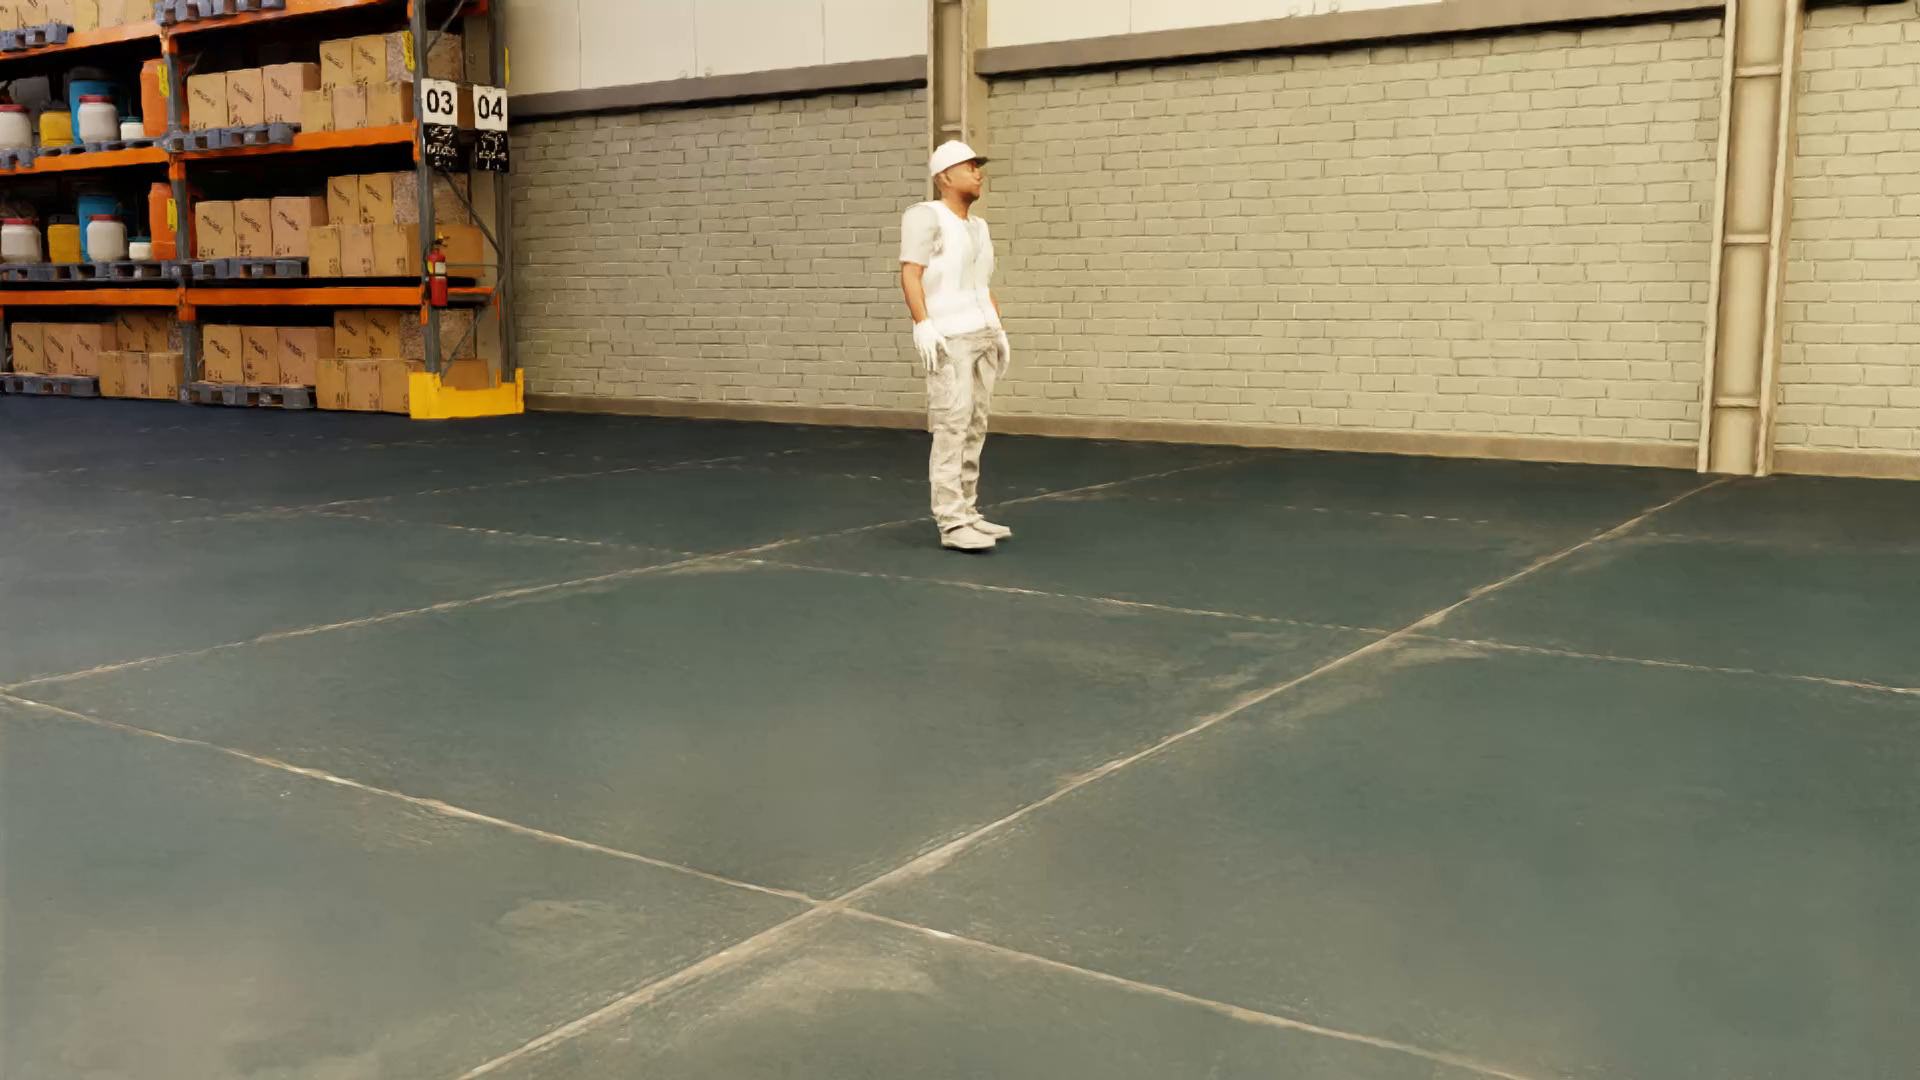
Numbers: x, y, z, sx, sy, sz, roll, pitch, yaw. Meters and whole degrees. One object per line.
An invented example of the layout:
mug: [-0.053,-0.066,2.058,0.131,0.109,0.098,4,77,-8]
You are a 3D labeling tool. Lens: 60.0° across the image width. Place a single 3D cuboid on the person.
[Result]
person: [0.063,-0.882,7.426,0.558,1.782,0.655,5,10,34]
